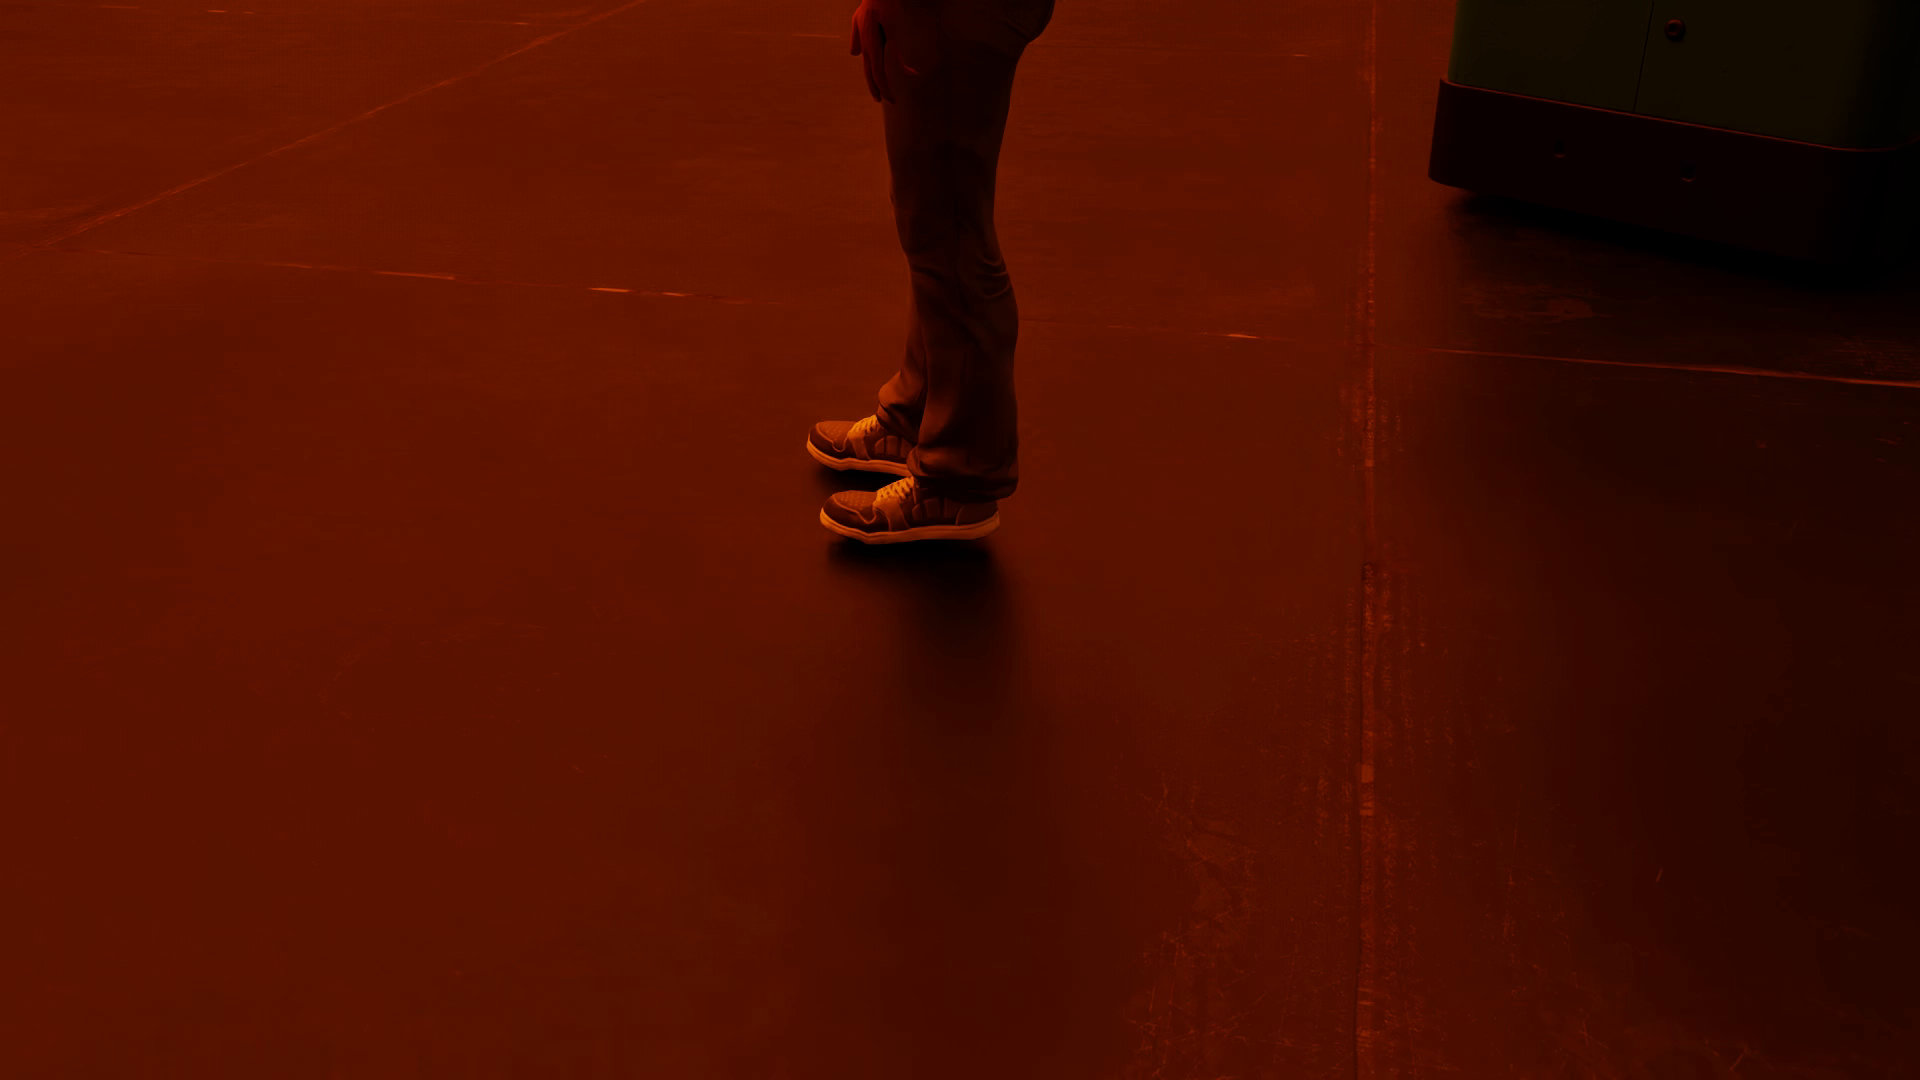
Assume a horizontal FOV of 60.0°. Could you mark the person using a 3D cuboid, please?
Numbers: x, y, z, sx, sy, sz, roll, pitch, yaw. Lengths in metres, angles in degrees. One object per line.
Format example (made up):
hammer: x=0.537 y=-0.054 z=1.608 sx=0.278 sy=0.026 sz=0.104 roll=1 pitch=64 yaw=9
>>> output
person: x=-0.068 y=-0.733 z=2.164 sx=0.475 sy=1.597 sz=0.520 roll=6 pitch=27 yaw=11

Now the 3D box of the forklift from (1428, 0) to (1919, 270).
forklift: x=2.570 y=-2.444 z=4.091 sx=3.031 sy=2.935 sz=1.130 roll=-24 pitch=35 yaw=-38
